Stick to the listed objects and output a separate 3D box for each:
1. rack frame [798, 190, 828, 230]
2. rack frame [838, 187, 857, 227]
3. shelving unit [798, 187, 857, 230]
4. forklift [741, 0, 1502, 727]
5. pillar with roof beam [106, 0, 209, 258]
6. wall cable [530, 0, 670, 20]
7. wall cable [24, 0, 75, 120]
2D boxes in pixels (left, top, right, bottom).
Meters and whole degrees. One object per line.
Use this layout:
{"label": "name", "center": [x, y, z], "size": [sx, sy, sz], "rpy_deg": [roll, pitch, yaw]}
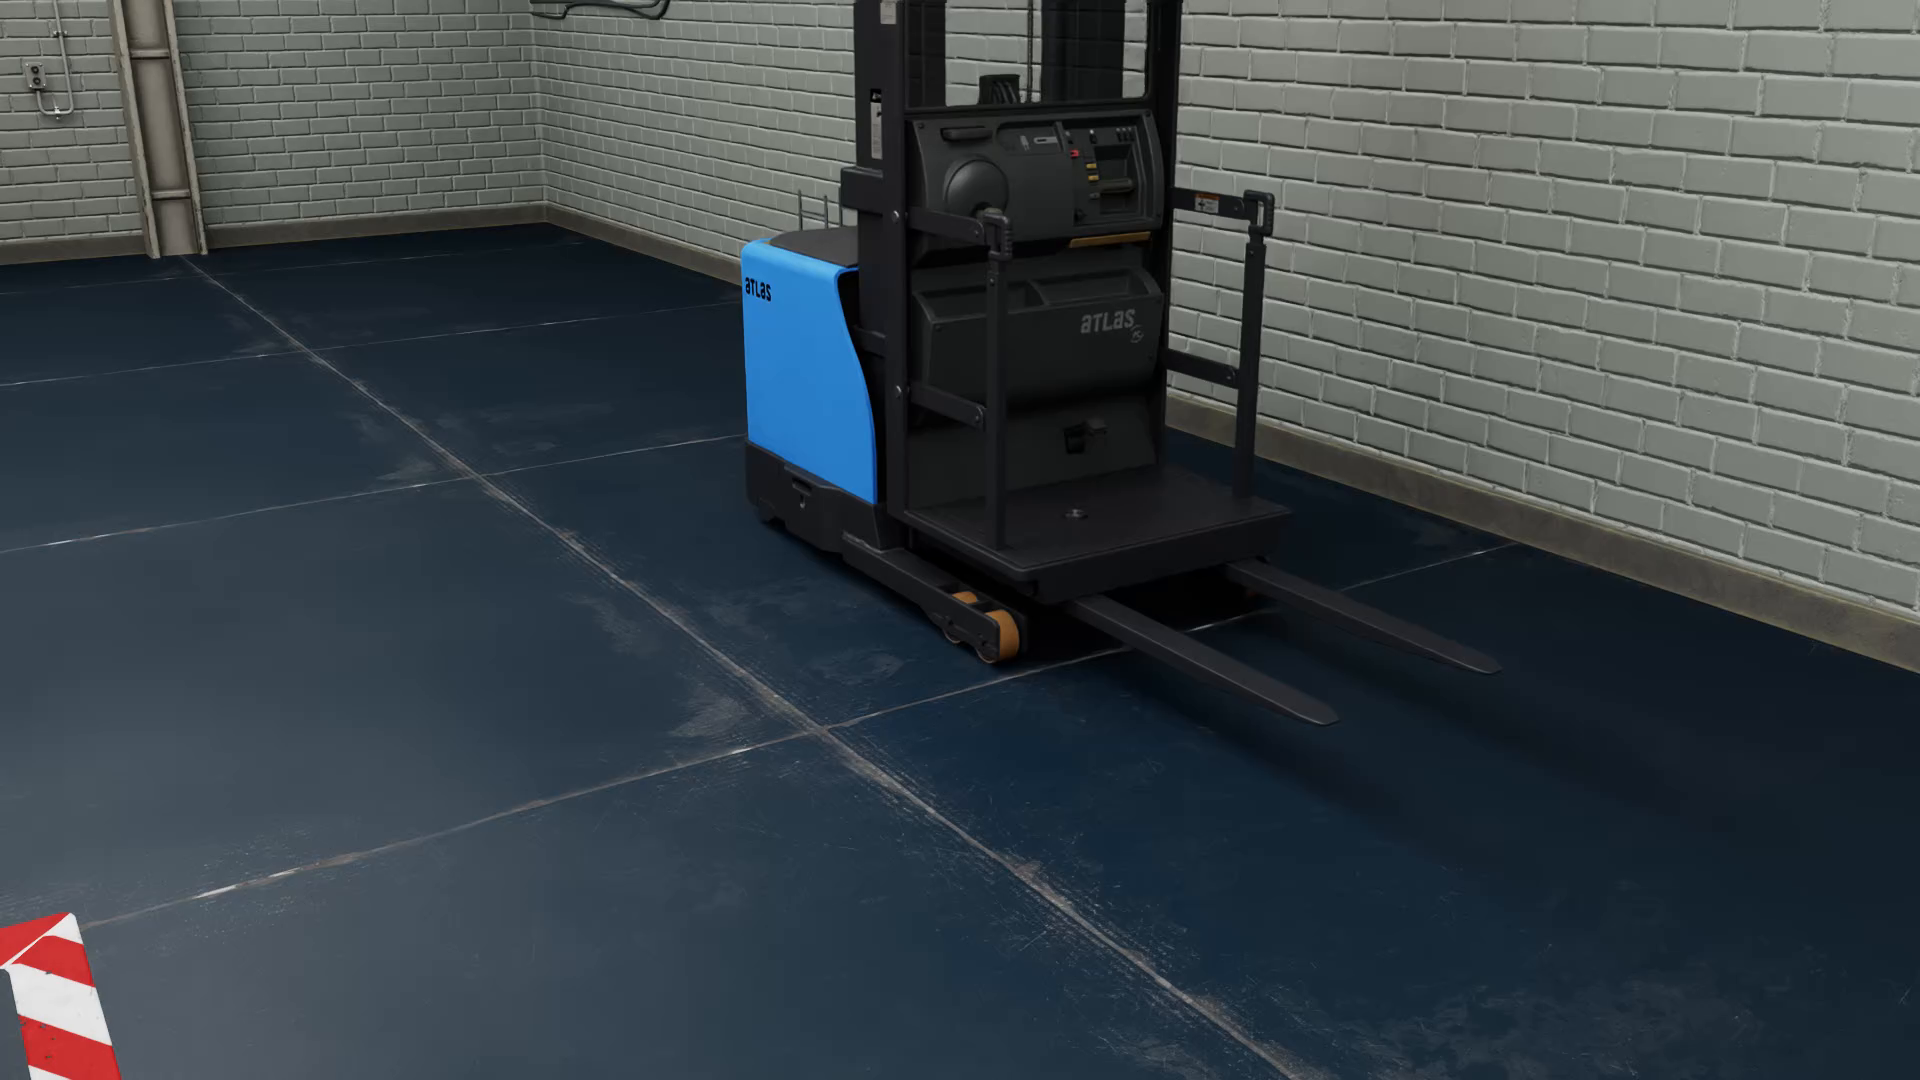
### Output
{"label": "rack frame", "center": [-0.578, -0.796, 6.724], "size": [0.006, 1.200, 0.240], "rpy_deg": [-12, 21, -31]}
{"label": "rack frame", "center": [-0.423, -0.828, 6.817], "size": [0.006, 1.200, 0.240], "rpy_deg": [-12, 21, -31]}
{"label": "shelving unit", "center": [-0.501, -0.812, 6.770], "size": [0.189, 1.200, 0.258], "rpy_deg": [-12, 21, -31]}
{"label": "forklift", "center": [0.381, -1.179, 5.155], "size": [1.130, 2.935, 3.031], "rpy_deg": [-12, 22, -31]}
{"label": "pillar with roof beam", "center": [-3.624, -5.304, 7.884], "size": [0.400, 9.000, 9.100], "rpy_deg": [-12, 22, -31]}
{"label": "wall cable", "center": [-2.851, -5.178, 12.360], "size": [0.112, 2.526, 3.097], "rpy_deg": [-12, 22, -31]}
{"label": "wall cable", "center": [-7.222, -3.867, 11.412], "size": [1.851, 1.984, 0.084], "rpy_deg": [-12, 22, -31]}
